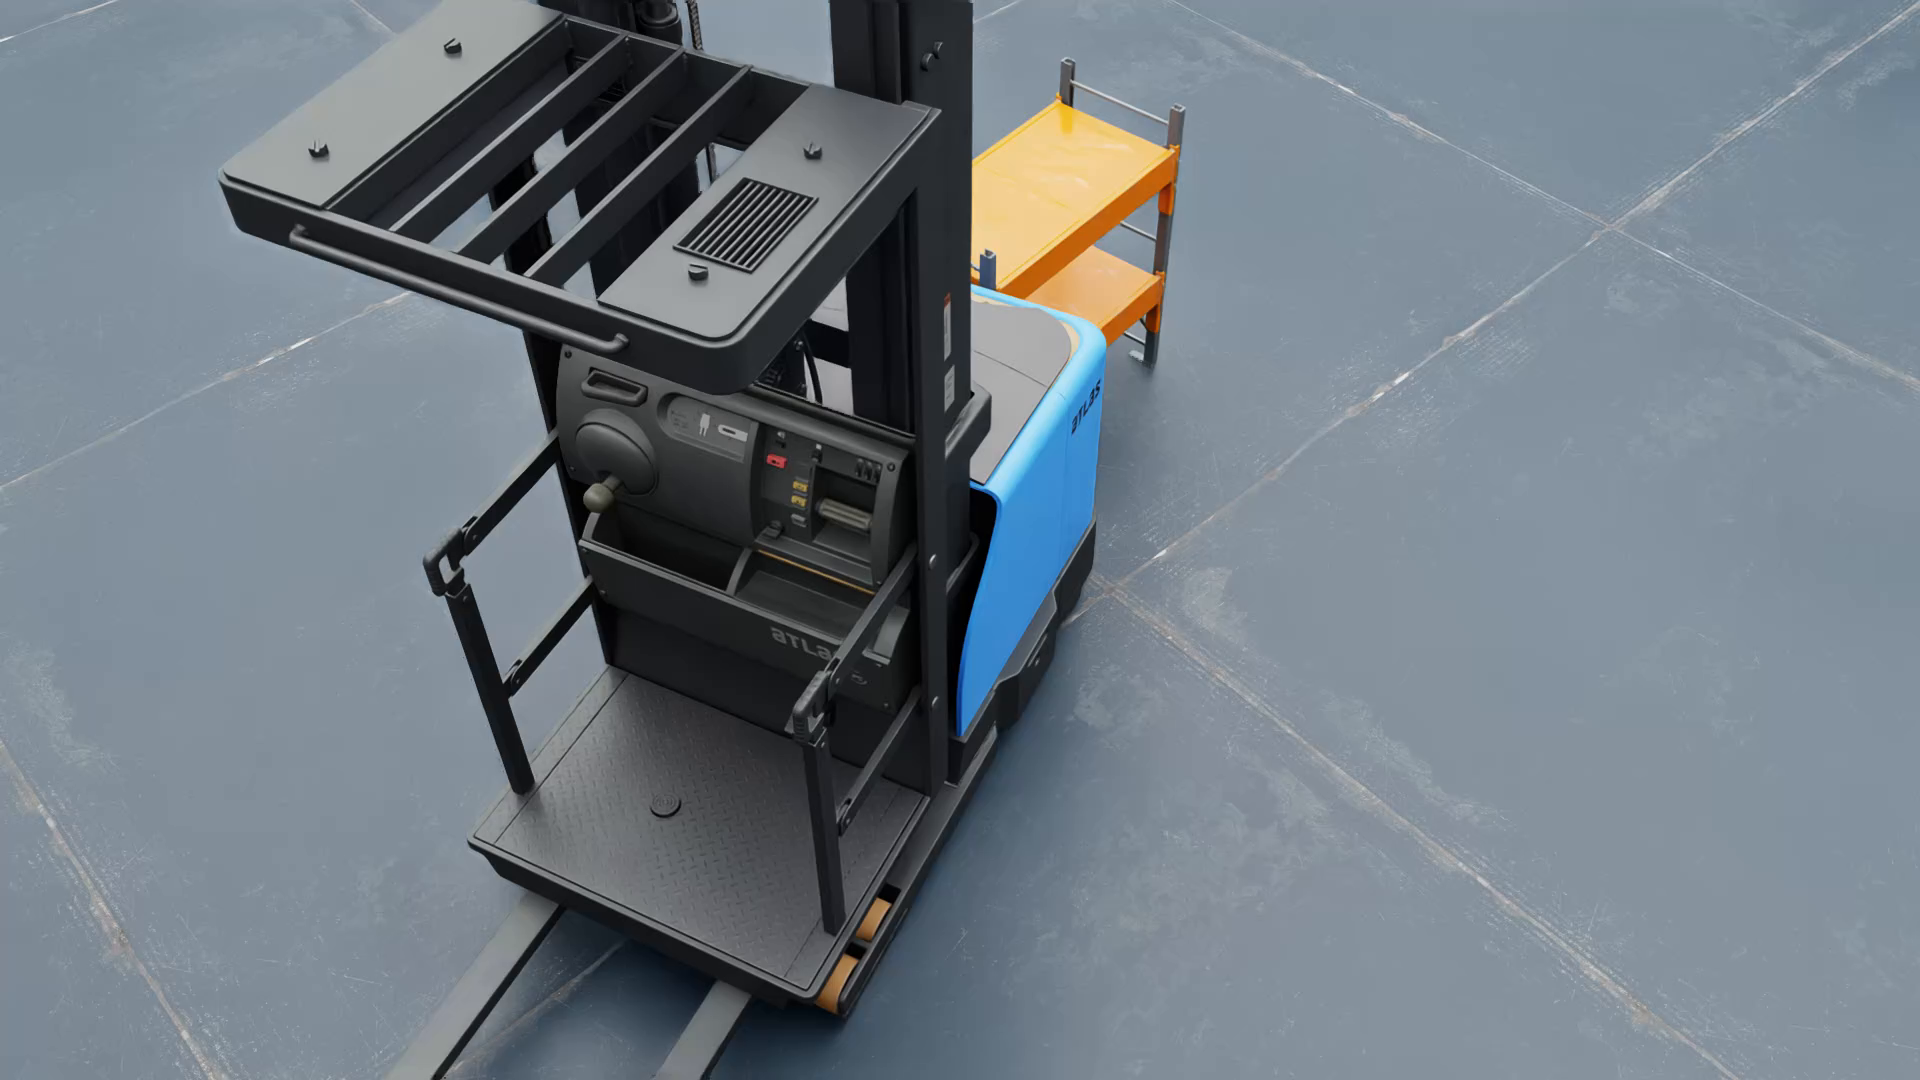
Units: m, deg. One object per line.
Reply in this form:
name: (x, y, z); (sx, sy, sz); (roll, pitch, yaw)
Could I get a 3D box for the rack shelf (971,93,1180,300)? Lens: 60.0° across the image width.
rack shelf: (0.230, -1.078, 5.581); (0.538, 0.278, 1.000); (31, 54, 25)

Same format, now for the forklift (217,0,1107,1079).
forklift: (-0.654, -0.079, 3.829); (1.130, 2.935, 3.031); (20, 50, 17)

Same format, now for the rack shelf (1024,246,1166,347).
rack shelf: (0.230, -0.713, 5.976); (0.538, 0.278, 1.000); (31, 54, 25)

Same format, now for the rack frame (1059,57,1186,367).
rack frame: (0.552, -1.169, 6.063); (0.500, 1.125, 0.032); (31, 54, 25)

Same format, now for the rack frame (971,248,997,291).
rack frame: (-0.092, -0.590, 5.529); (0.500, 1.125, 0.032); (31, 54, 25)

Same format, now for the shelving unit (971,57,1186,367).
shelving unit: (0.230, -0.879, 5.796); (0.538, 1.125, 1.048); (31, 54, 25)
